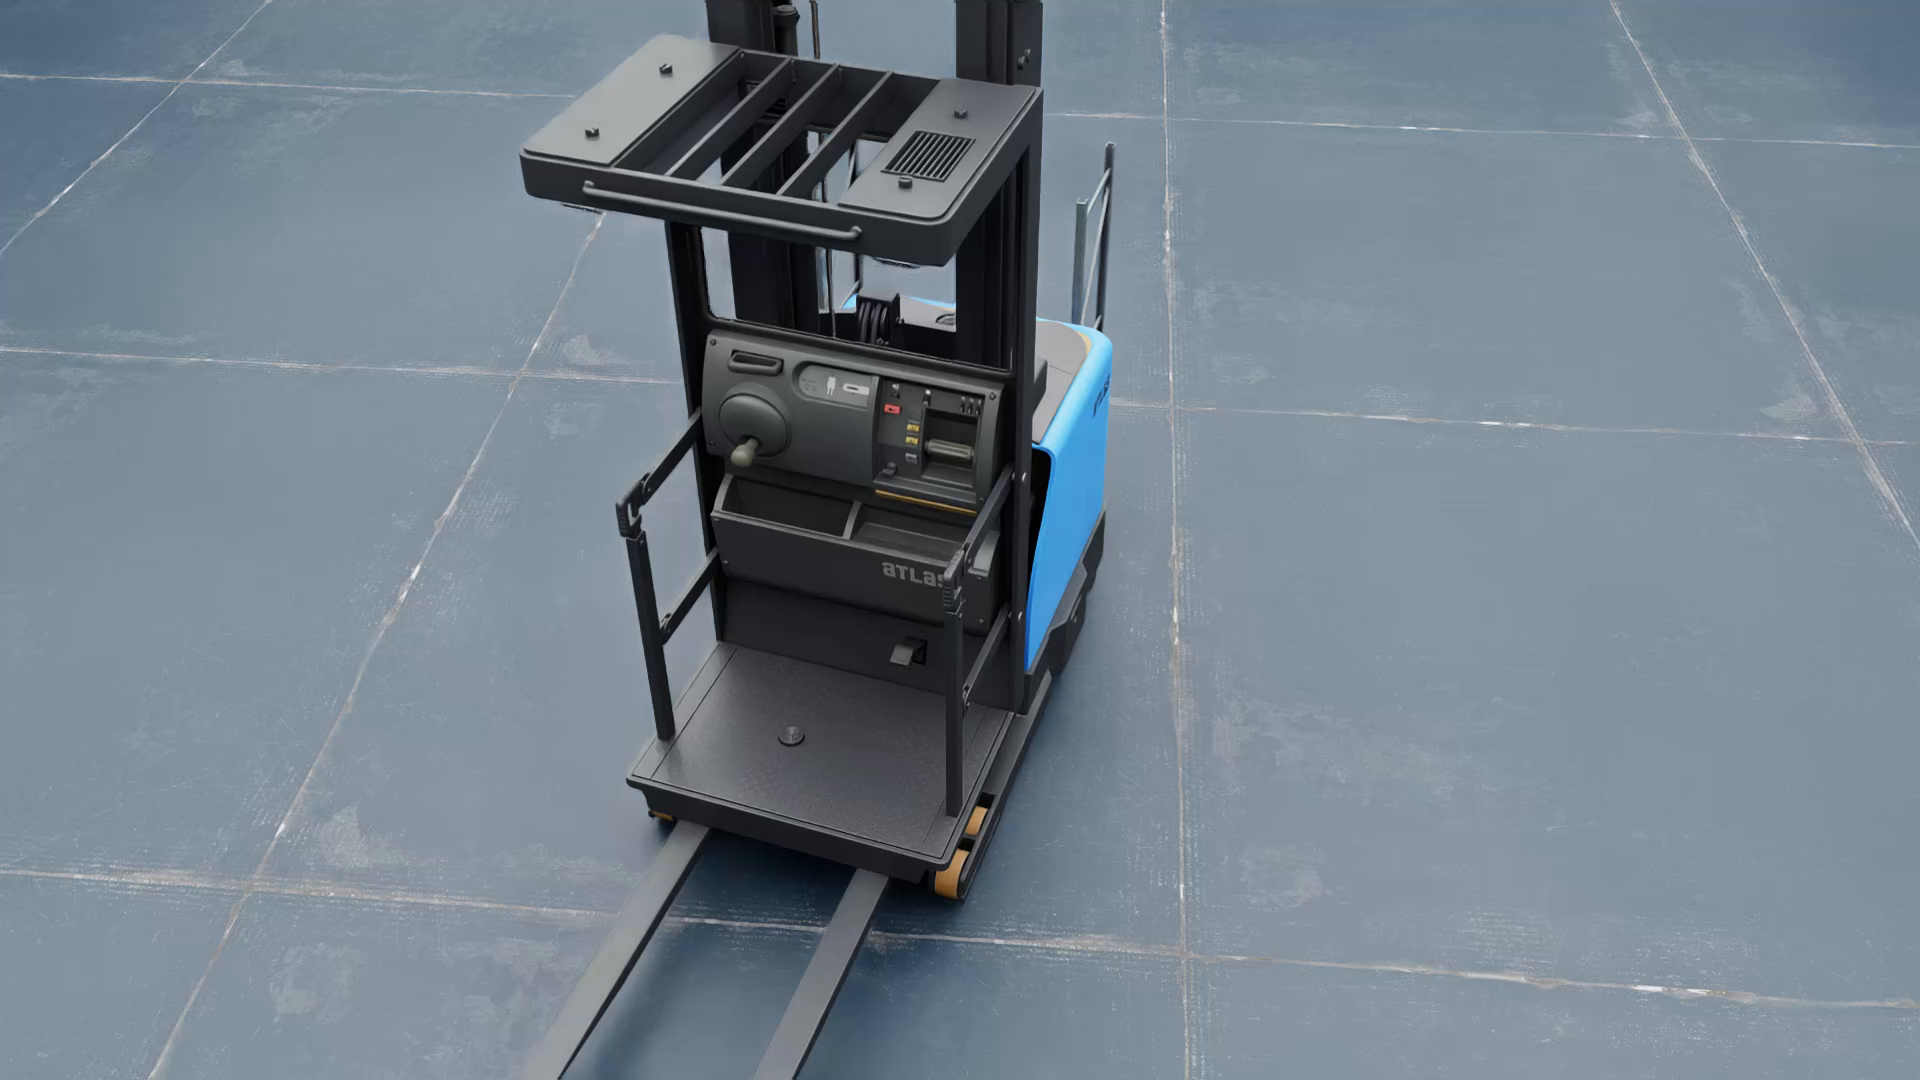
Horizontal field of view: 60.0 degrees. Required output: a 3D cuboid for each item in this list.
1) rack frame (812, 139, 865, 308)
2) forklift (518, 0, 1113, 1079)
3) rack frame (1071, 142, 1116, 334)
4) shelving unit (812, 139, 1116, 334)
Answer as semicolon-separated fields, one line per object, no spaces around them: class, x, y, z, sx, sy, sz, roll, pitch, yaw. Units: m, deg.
rack frame;-0.480;-0.932;6.707;0.032;1.500;0.500;11;40;13
forklift;-0.399;-0.280;4.772;1.130;2.935;3.031;12;41;15
rack frame;0.494;-0.748;6.481;0.032;1.500;0.500;11;40;13
shelving unit;0.007;-0.840;6.594;1.048;1.500;0.538;11;40;13
